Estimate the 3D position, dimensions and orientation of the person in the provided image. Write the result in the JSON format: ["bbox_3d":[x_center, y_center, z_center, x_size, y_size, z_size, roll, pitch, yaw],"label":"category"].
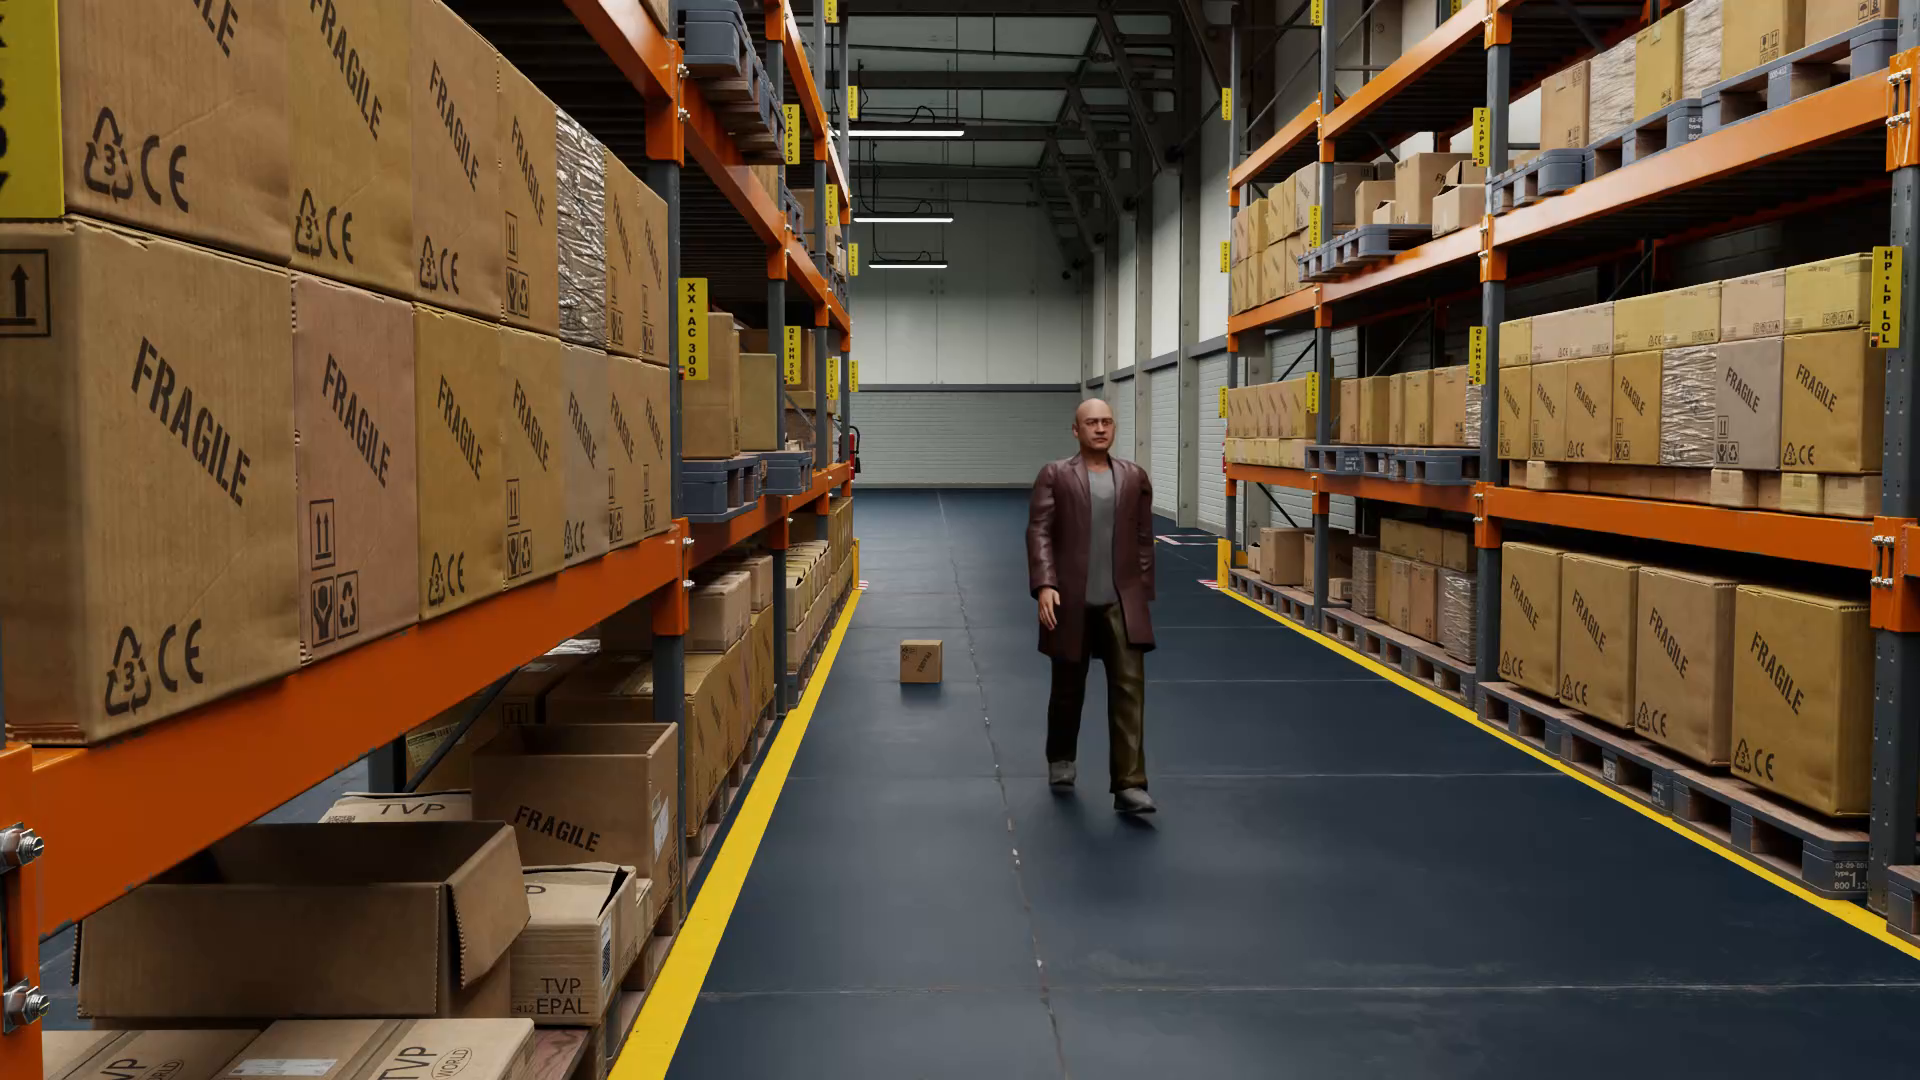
[{"bbox_3d":[0.581,0.261,7.137,0.587,1.739,0.987,0,4,-5],"label":"person"}]
